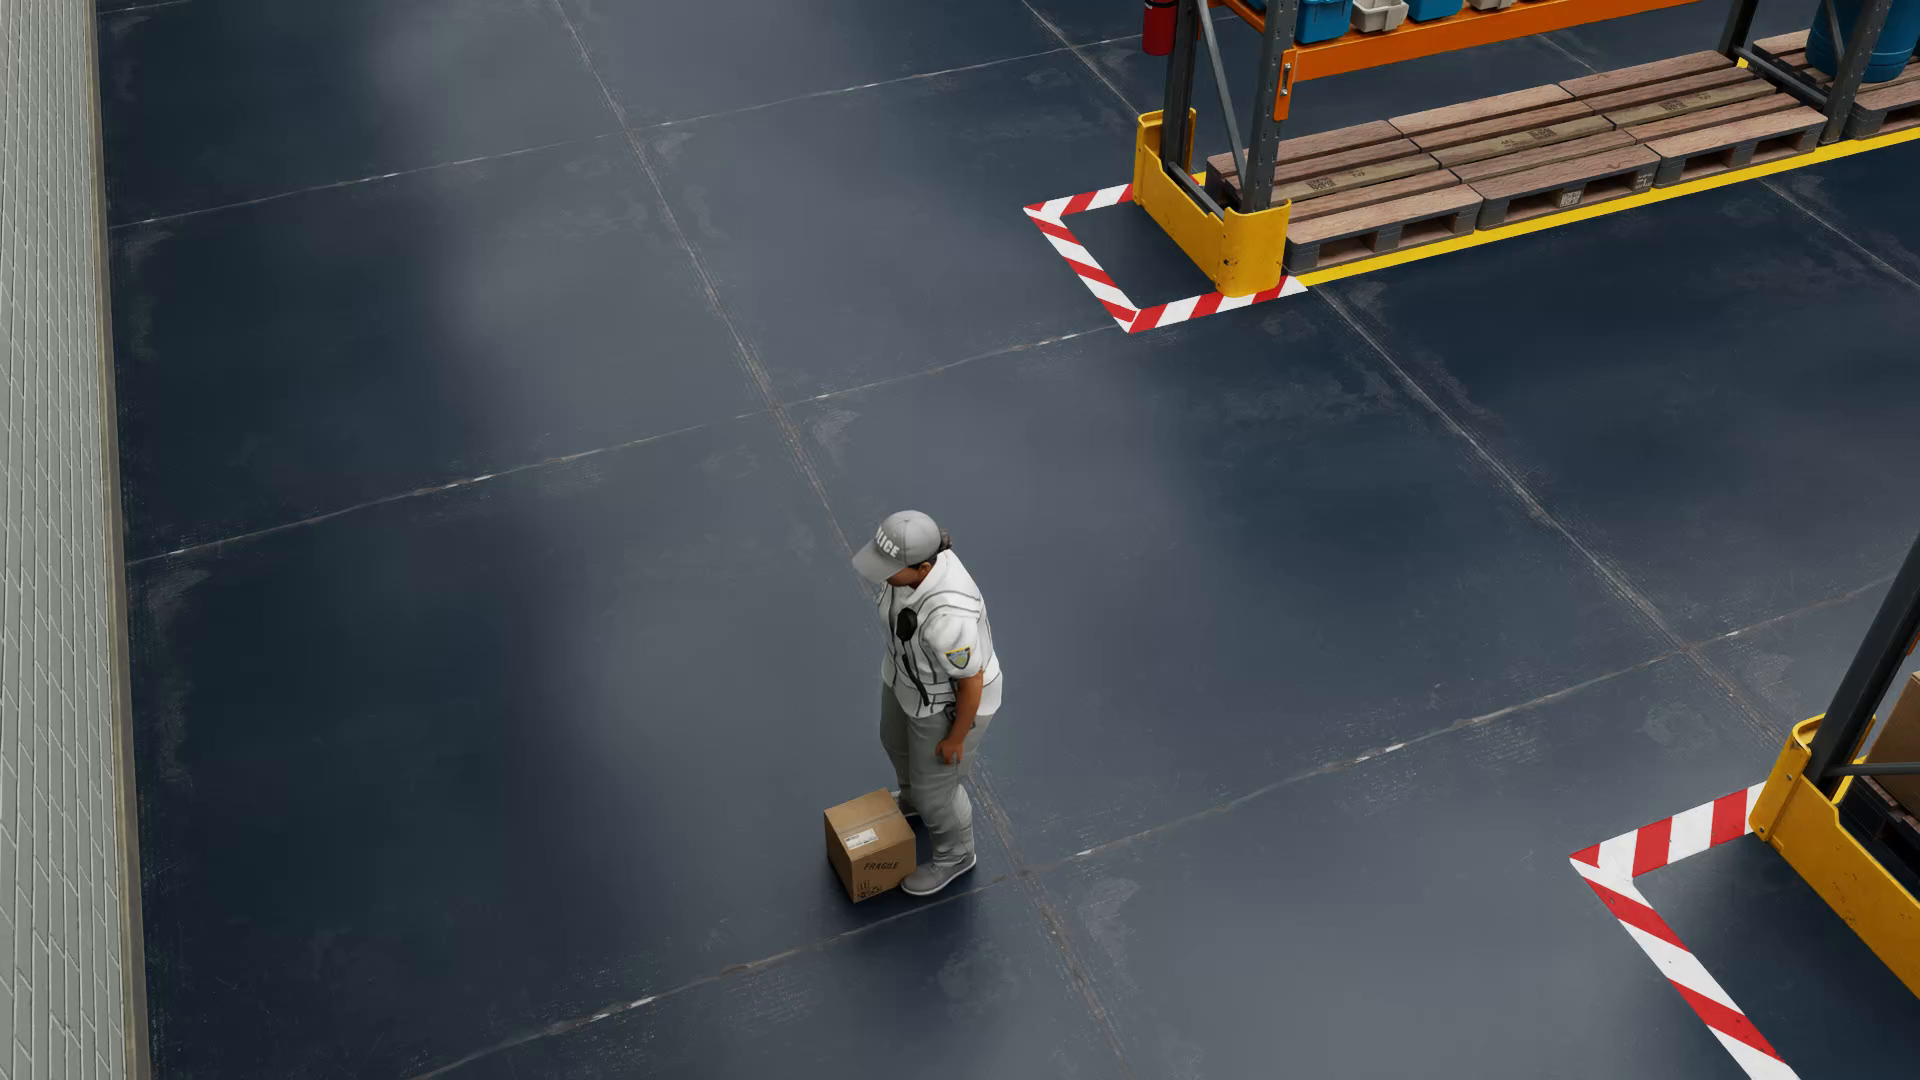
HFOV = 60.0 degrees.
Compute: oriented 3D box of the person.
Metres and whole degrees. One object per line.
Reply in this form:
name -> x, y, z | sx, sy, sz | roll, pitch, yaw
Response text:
person -> -0.123, 0.513, 5.586 | 0.470, 1.664, 0.547 | -17, 45, -18
